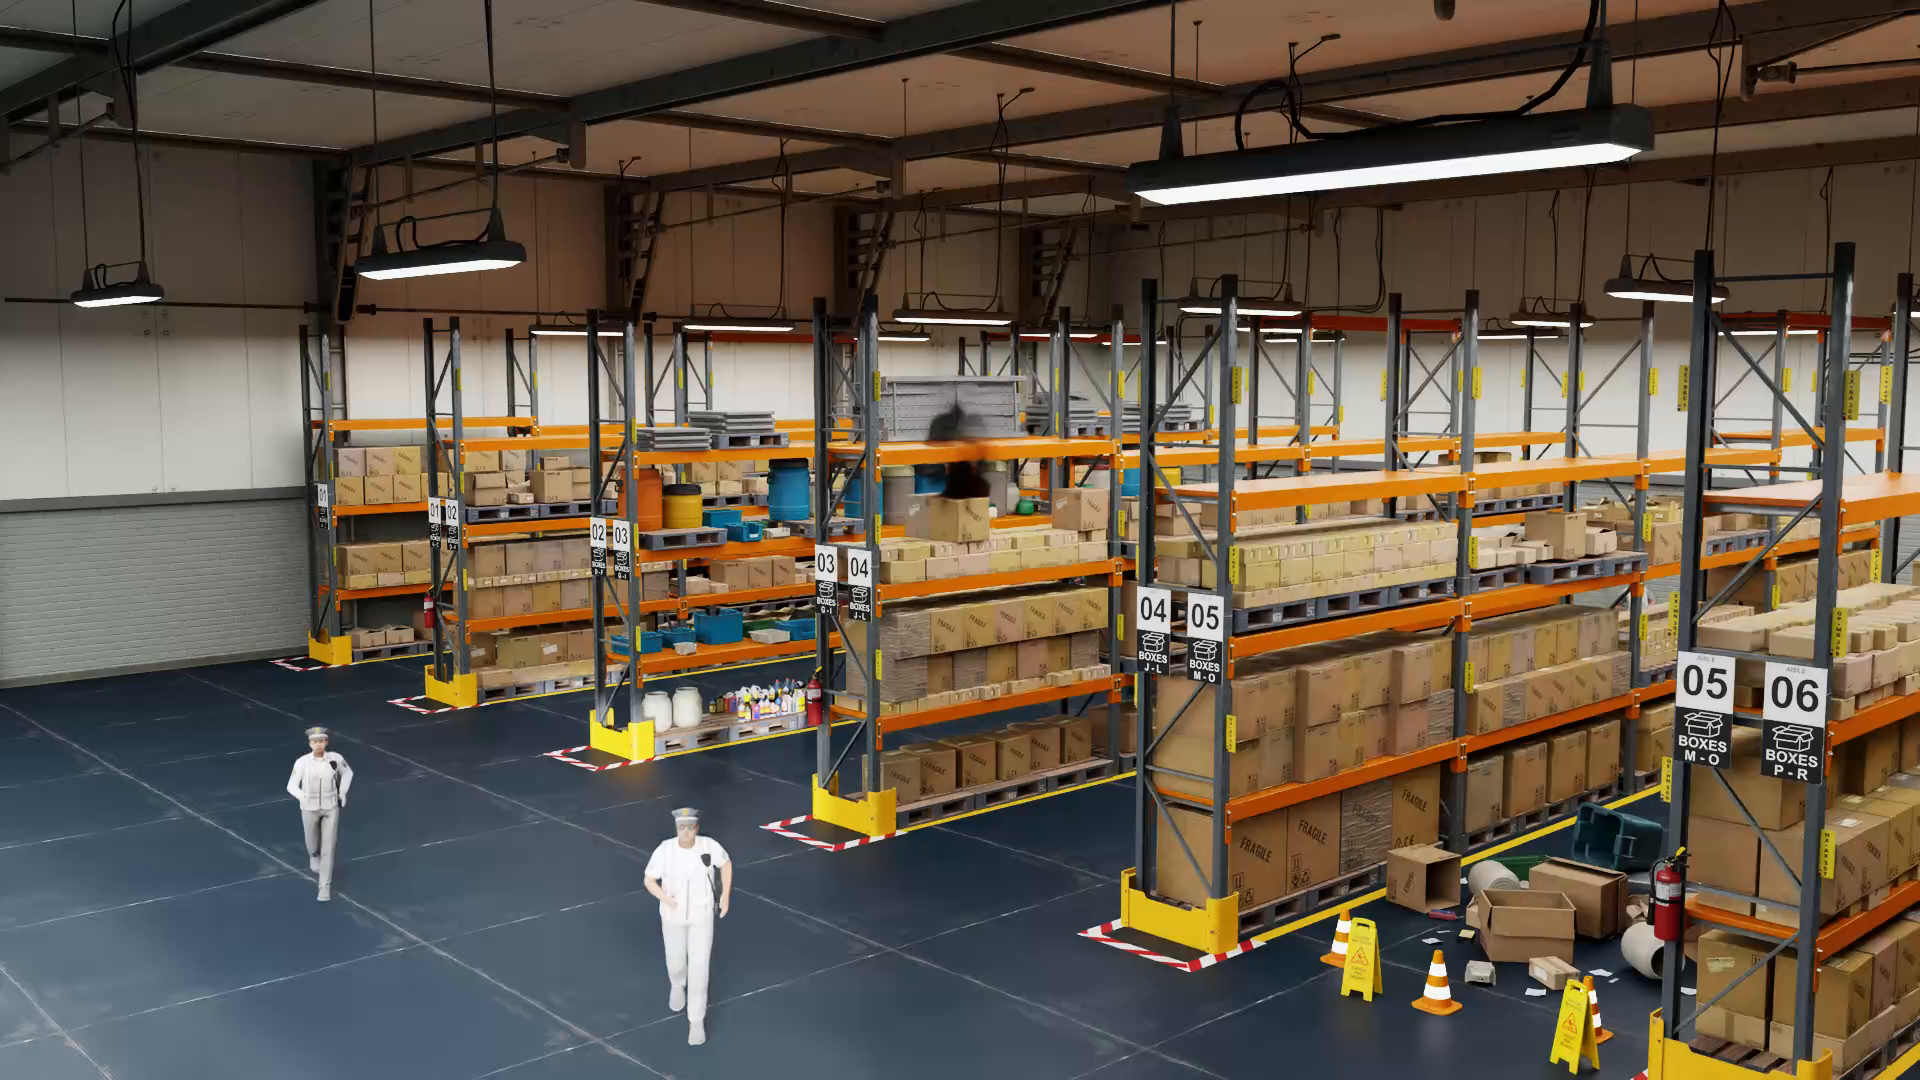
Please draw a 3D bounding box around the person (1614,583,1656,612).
[{"bbox_3d":[11.745,1.407,28.807,0.700,1.715,0.517,0,6,0],"label":"person"}]

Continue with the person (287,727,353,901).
[{"bbox_3d":[-6.319,2.659,16.468,0.618,1.669,0.890,-2,6,-22],"label":"person"}]

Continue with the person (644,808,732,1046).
[{"bbox_3d":[-2.139,2.964,13.121,0.686,1.806,0.867,-1,6,-8],"label":"person"}]

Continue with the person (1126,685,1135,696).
[{"bbox_3d":[2.694,1.919,24.663,0.553,1.546,0.504,5,8,43],"label":"person"}]
